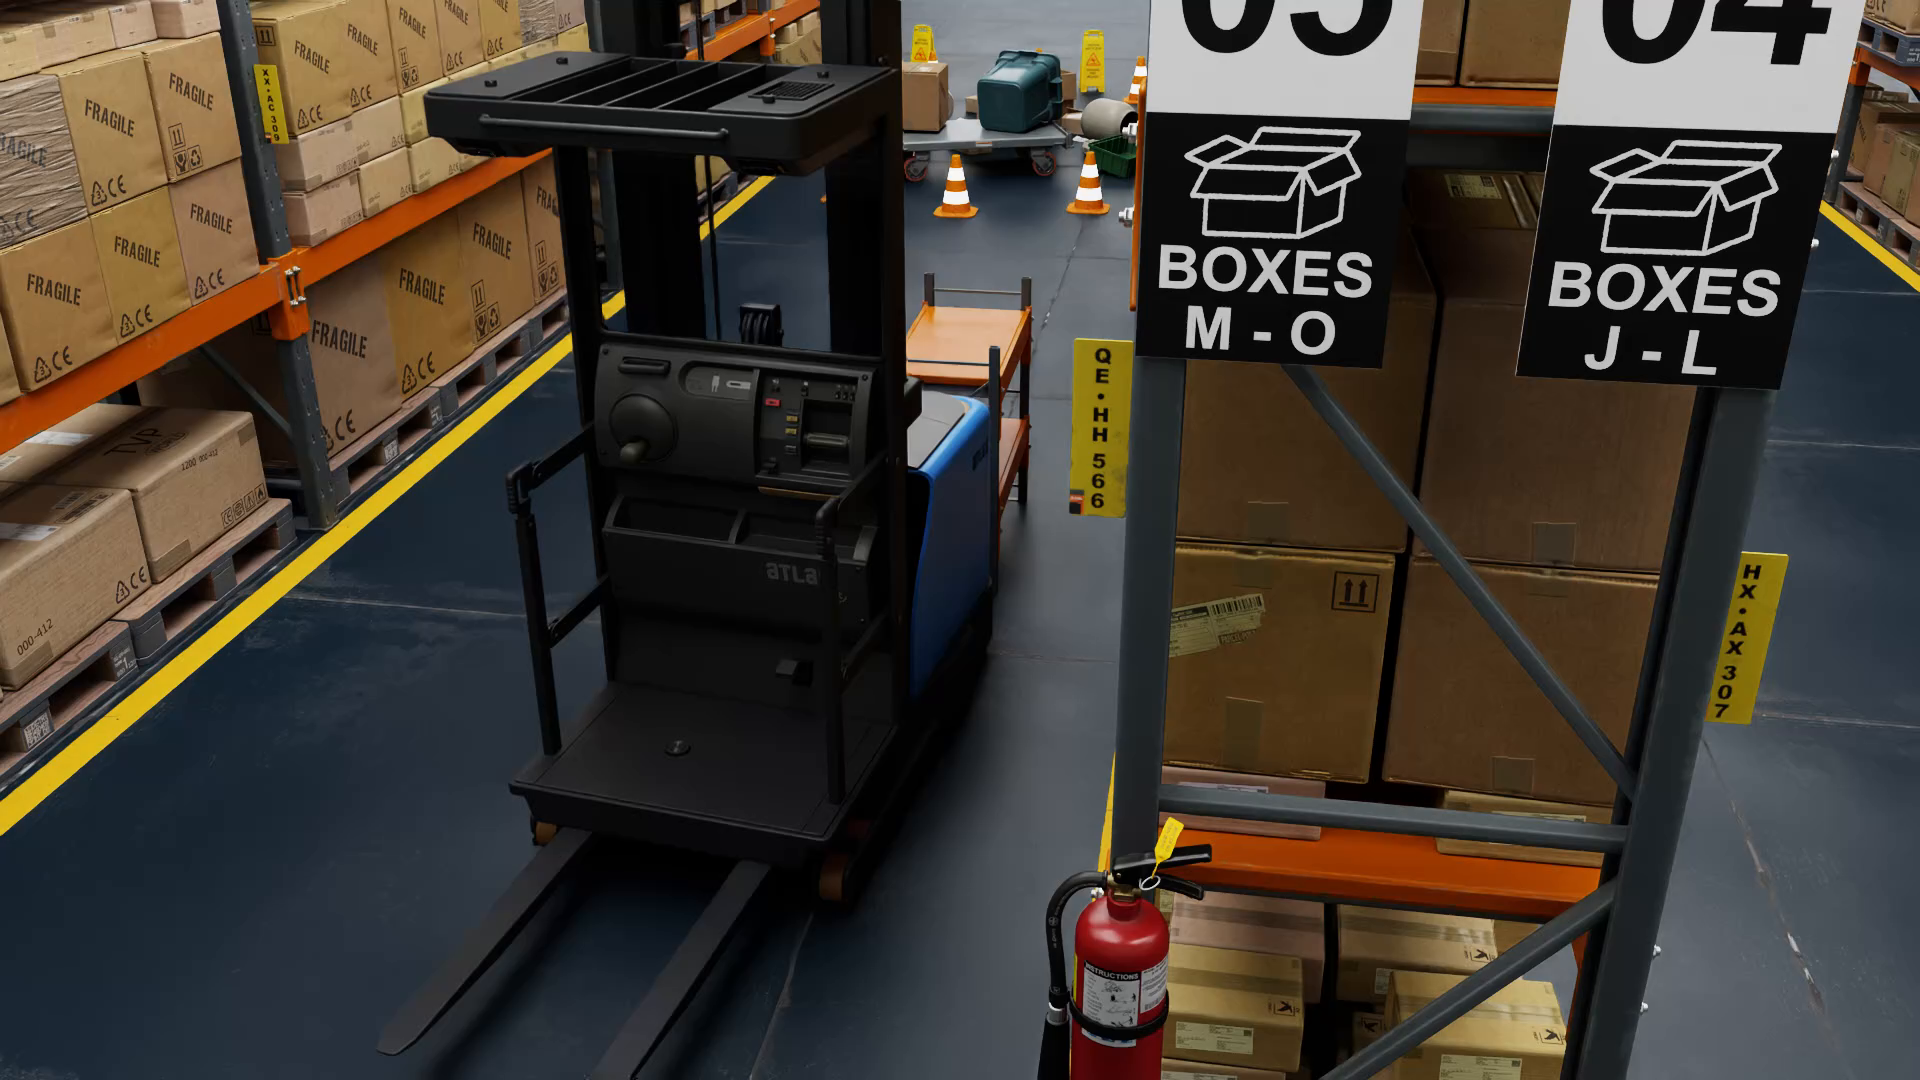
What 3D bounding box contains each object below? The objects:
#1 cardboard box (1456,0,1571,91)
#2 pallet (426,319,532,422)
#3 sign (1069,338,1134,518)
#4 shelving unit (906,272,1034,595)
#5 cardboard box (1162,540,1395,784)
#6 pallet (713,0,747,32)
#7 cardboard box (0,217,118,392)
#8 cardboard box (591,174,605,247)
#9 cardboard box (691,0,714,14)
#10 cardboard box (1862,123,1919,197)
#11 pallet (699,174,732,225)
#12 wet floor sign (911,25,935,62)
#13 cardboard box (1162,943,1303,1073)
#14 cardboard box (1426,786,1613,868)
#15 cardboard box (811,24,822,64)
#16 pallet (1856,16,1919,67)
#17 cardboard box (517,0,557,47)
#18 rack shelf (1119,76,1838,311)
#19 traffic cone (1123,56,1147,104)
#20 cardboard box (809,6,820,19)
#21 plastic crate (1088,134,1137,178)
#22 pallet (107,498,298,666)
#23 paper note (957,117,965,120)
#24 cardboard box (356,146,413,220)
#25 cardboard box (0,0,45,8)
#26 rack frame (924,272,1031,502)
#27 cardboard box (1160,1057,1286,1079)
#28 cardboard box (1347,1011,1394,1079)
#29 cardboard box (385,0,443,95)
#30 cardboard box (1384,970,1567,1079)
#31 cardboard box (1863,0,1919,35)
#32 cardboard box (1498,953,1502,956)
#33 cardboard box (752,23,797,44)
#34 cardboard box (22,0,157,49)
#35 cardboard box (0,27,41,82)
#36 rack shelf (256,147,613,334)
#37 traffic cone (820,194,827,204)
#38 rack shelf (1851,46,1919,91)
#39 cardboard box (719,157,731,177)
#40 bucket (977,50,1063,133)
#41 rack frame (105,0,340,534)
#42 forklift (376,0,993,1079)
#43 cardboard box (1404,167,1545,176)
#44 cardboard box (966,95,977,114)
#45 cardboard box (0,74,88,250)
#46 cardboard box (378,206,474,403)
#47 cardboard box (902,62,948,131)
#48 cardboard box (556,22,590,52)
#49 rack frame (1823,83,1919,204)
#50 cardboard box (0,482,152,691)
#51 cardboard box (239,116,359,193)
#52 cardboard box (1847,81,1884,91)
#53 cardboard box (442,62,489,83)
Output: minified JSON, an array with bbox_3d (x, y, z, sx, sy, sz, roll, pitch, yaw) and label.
[{"bbox_3d":[1.113,-0.937,2.852,0.500,0.250,0.500,5,26,10],"label":"cardboard box"},{"bbox_3d":[-3.210,-1.027,9.694,1.003,0.211,1.213,4,25,9],"label":"pallet"},{"bbox_3d":[0.244,-0.191,2.880,0.100,0.325,0.005,4,25,9],"label":"sign"},{"bbox_3d":[-0.001,-0.507,7.506,0.538,1.125,1.048,4,25,9],"label":"shelving unit"},{"bbox_3d":[0.607,0.138,3.448,0.500,0.500,0.500,5,25,10],"label":"cardboard box"},{"bbox_3d":[-2.419,-4.399,13.837,1.003,0.211,1.213,4,25,9],"label":"pallet"},{"bbox_3d":[-3.428,-0.857,5.924,0.500,0.500,0.500,4,25,8],"label":"cardboard box"},{"bbox_3d":[-2.703,-2.358,11.855,0.950,0.372,0.625,2,25,5],"label":"cardboard box"},{"bbox_3d":[-2.144,-4.212,13.011,0.380,0.149,0.250,4,25,8],"label":"cardboard box"},{"bbox_3d":[7.504,-2.921,12.882,0.700,0.500,0.500,2,25,4],"label":"cardboard box"},{"bbox_3d":[-2.474,-2.695,13.259,1.003,0.211,1.213,4,25,9],"label":"pallet"},{"bbox_3d":[-0.411,-5.408,18.542,0.267,0.644,0.232,13,28,26],"label":"wet floor sign"},{"bbox_3d":[0.624,1.116,3.992,0.380,0.149,0.250,4,25,9],"label":"cardboard box"},{"bbox_3d":[1.164,0.525,3.387,0.380,0.149,0.250,4,25,8],"label":"cardboard box"},{"bbox_3d":[-1.626,-4.750,16.222,0.500,0.500,0.500,5,26,11],"label":"cardboard box"},{"bbox_3d":[7.357,-3.713,12.370,1.003,0.211,1.213,4,25,9],"label":"pallet"},{"bbox_3d":[-2.707,-3.171,9.690,0.500,0.500,0.500,4,25,9],"label":"cardboard box"},{"bbox_3d":[1.115,-1.345,4.396,1.077,0.370,4.000,4,25,9],"label":"rack shelf"},{"bbox_3d":[1.915,-4.895,17.662,0.336,0.463,0.334,4,25,9],"label":"traffic cone"},{"bbox_3d":[-1.454,-5.321,16.677,0.380,0.149,0.250,5,26,11],"label":"cardboard box"},{"bbox_3d":[1.485,-3.411,14.748,0.450,0.188,0.662,29,36,30],"label":"plastic crate"},{"bbox_3d":[-3.660,0.126,7.232,1.003,0.211,1.213,4,25,9],"label":"pallet"},{"bbox_3d":[0.025,-4.241,16.787,0.148,0.019,0.142,13,28,26],"label":"paper note"},{"bbox_3d":[-3.043,-1.764,8.158,0.500,0.250,0.500,3,25,7],"label":"cardboard box"},{"bbox_3d":[-3.792,-2.019,6.463,0.380,0.149,0.250,4,25,9],"label":"cardboard box"},{"bbox_3d":[0.082,-0.719,7.960,0.500,1.125,0.032,4,25,9],"label":"rack frame"},{"bbox_3d":[0.593,1.250,4.059,0.380,0.149,0.250,3,25,7],"label":"cardboard box"},{"bbox_3d":[1.127,1.289,3.975,0.380,0.149,0.250,5,26,11],"label":"cardboard box"},{"bbox_3d":[-2.963,-2.536,8.333,0.500,0.500,0.500,3,25,7],"label":"cardboard box"},{"bbox_3d":[1.209,1.160,3.900,0.380,0.149,0.250,3,25,6],"label":"cardboard box"},{"bbox_3d":[7.358,-4.248,12.085,1.000,1.000,1.000,4,25,9],"label":"cardboard box"},{"bbox_3d":[1.335,1.109,4.710,0.380,0.149,0.250,4,25,9],"label":"cardboard box"},{"bbox_3d":[-1.709,-4.650,15.245,0.380,0.149,0.250,4,25,9],"label":"cardboard box"},{"bbox_3d":[-3.345,-1.988,6.397,0.380,0.149,0.250,5,25,10],"label":"cardboard box"},{"bbox_3d":[-3.424,-1.670,5.717,0.380,0.149,0.250,4,25,8],"label":"cardboard box"},{"bbox_3d":[-3.132,-1.960,9.249,1.077,0.370,4.000,4,25,9],"label":"rack shelf"},{"bbox_3d":[-0.972,-3.031,13.680,0.336,0.463,0.334,4,25,9],"label":"traffic cone"},{"bbox_3d":[7.299,-2.947,11.356,1.077,0.370,4.000,4,25,9],"label":"rack shelf"},{"bbox_3d":[-2.348,-3.275,13.813,0.950,0.372,0.625,6,26,12],"label":"cardboard box"},{"bbox_3d":[0.497,-3.918,14.649,0.726,0.611,0.620,13,38,26],"label":"bucket"},{"bbox_3d":[-3.458,-1.450,7.309,1.000,3.000,0.127,4,25,9],"label":"rack frame"},{"bbox_3d":[-0.780,-0.360,5.062,1.130,2.935,3.031,7,26,15],"label":"forklift"},{"bbox_3d":[1.306,-0.706,4.072,0.500,0.500,0.500,3,25,7],"label":"cardboard box"},{"bbox_3d":[0.281,-4.490,17.166,0.380,0.149,0.250,19,31,35],"label":"cardboard box"},{"bbox_3d":[-3.428,-1.306,5.705,0.500,0.500,0.500,4,25,9],"label":"cardboard box"},{"bbox_3d":[-3.296,-1.321,9.045,0.875,0.875,0.875,5,26,10],"label":"cardboard box"},{"bbox_3d":[-0.390,-3.896,14.590,0.500,0.500,0.500,4,25,9],"label":"cardboard box"},{"bbox_3d":[-2.633,-3.061,10.339,0.500,0.250,0.500,4,25,8],"label":"cardboard box"},{"bbox_3d":[7.626,-4.109,12.990,1.000,3.000,0.127,4,25,9],"label":"rack frame"},{"bbox_3d":[-3.813,0.150,6.418,0.875,0.438,0.875,3,25,7],"label":"cardboard box"},{"bbox_3d":[-3.108,-1.773,7.586,0.500,0.250,0.500,3,25,7],"label":"cardboard box"},{"bbox_3d":[7.841,-3.837,14.862,0.500,0.500,0.500,2,25,4],"label":"cardboard box"},{"bbox_3d":[-2.861,-2.414,8.955,0.500,0.250,0.500,3,25,7],"label":"cardboard box"}]
